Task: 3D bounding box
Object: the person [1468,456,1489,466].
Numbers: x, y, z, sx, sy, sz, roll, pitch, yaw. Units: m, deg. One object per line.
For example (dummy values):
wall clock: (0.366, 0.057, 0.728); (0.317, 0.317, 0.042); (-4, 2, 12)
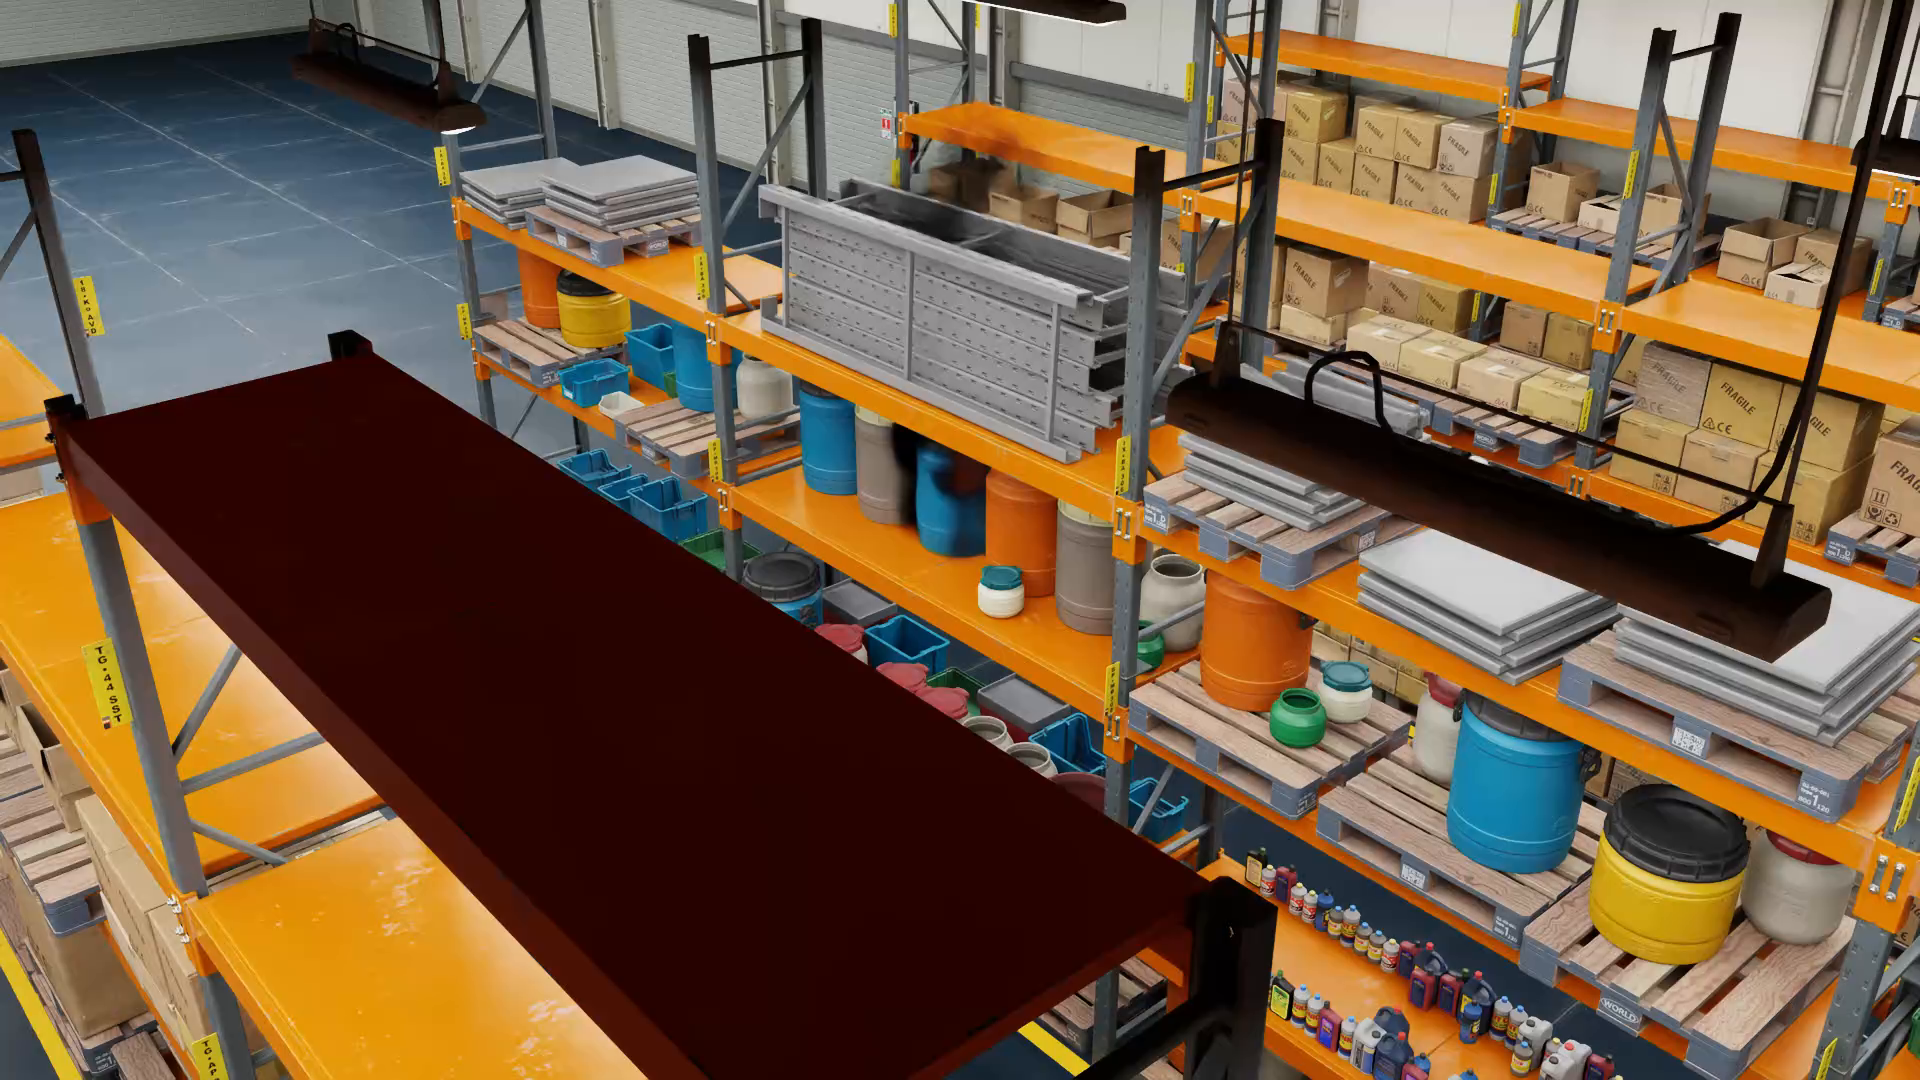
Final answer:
person: (5.050, 0.111, 15.557); (0.746, 1.715, 1.060); (-21, 34, -36)
